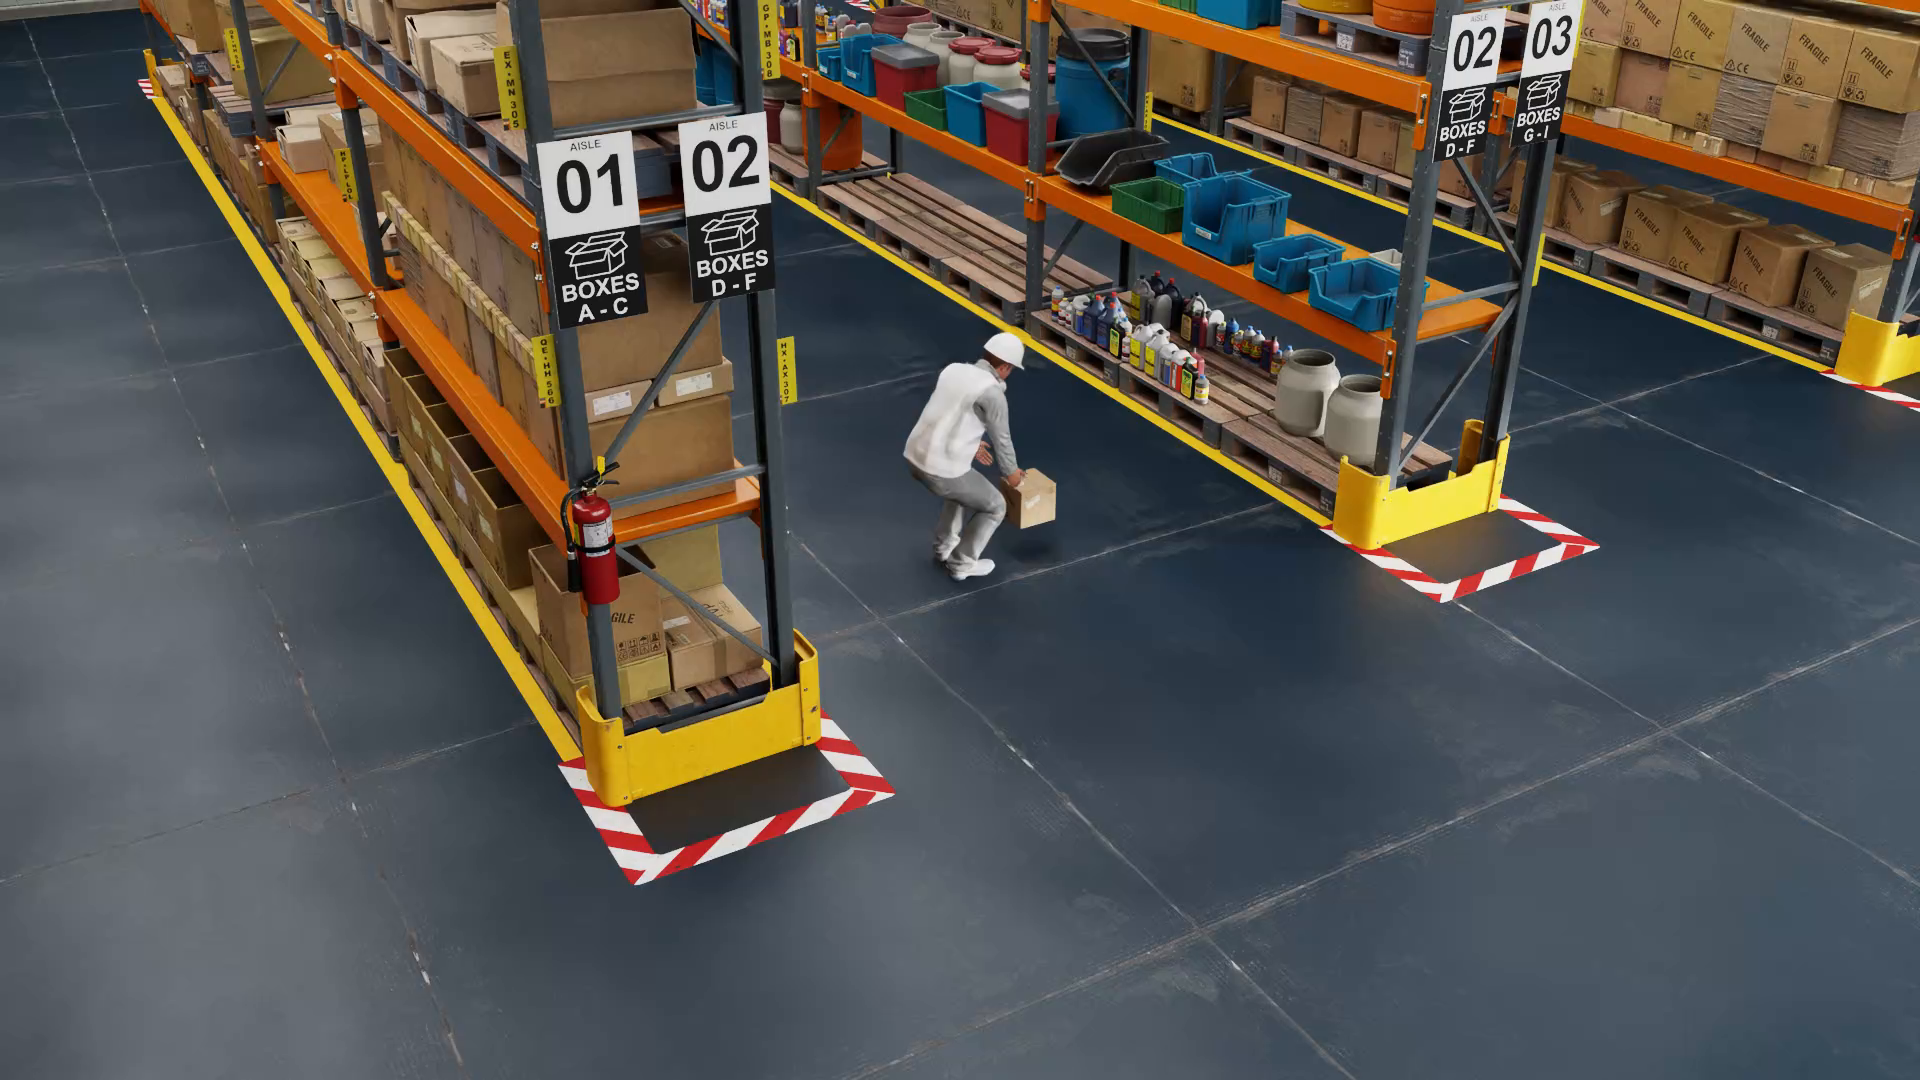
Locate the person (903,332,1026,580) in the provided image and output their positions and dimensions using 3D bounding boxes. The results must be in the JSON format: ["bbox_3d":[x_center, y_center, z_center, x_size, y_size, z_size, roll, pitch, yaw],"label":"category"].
[{"bbox_3d":[0.038,-0.506,9.828,0.768,1.422,0.592,-16,32,-26],"label":"person"}]
